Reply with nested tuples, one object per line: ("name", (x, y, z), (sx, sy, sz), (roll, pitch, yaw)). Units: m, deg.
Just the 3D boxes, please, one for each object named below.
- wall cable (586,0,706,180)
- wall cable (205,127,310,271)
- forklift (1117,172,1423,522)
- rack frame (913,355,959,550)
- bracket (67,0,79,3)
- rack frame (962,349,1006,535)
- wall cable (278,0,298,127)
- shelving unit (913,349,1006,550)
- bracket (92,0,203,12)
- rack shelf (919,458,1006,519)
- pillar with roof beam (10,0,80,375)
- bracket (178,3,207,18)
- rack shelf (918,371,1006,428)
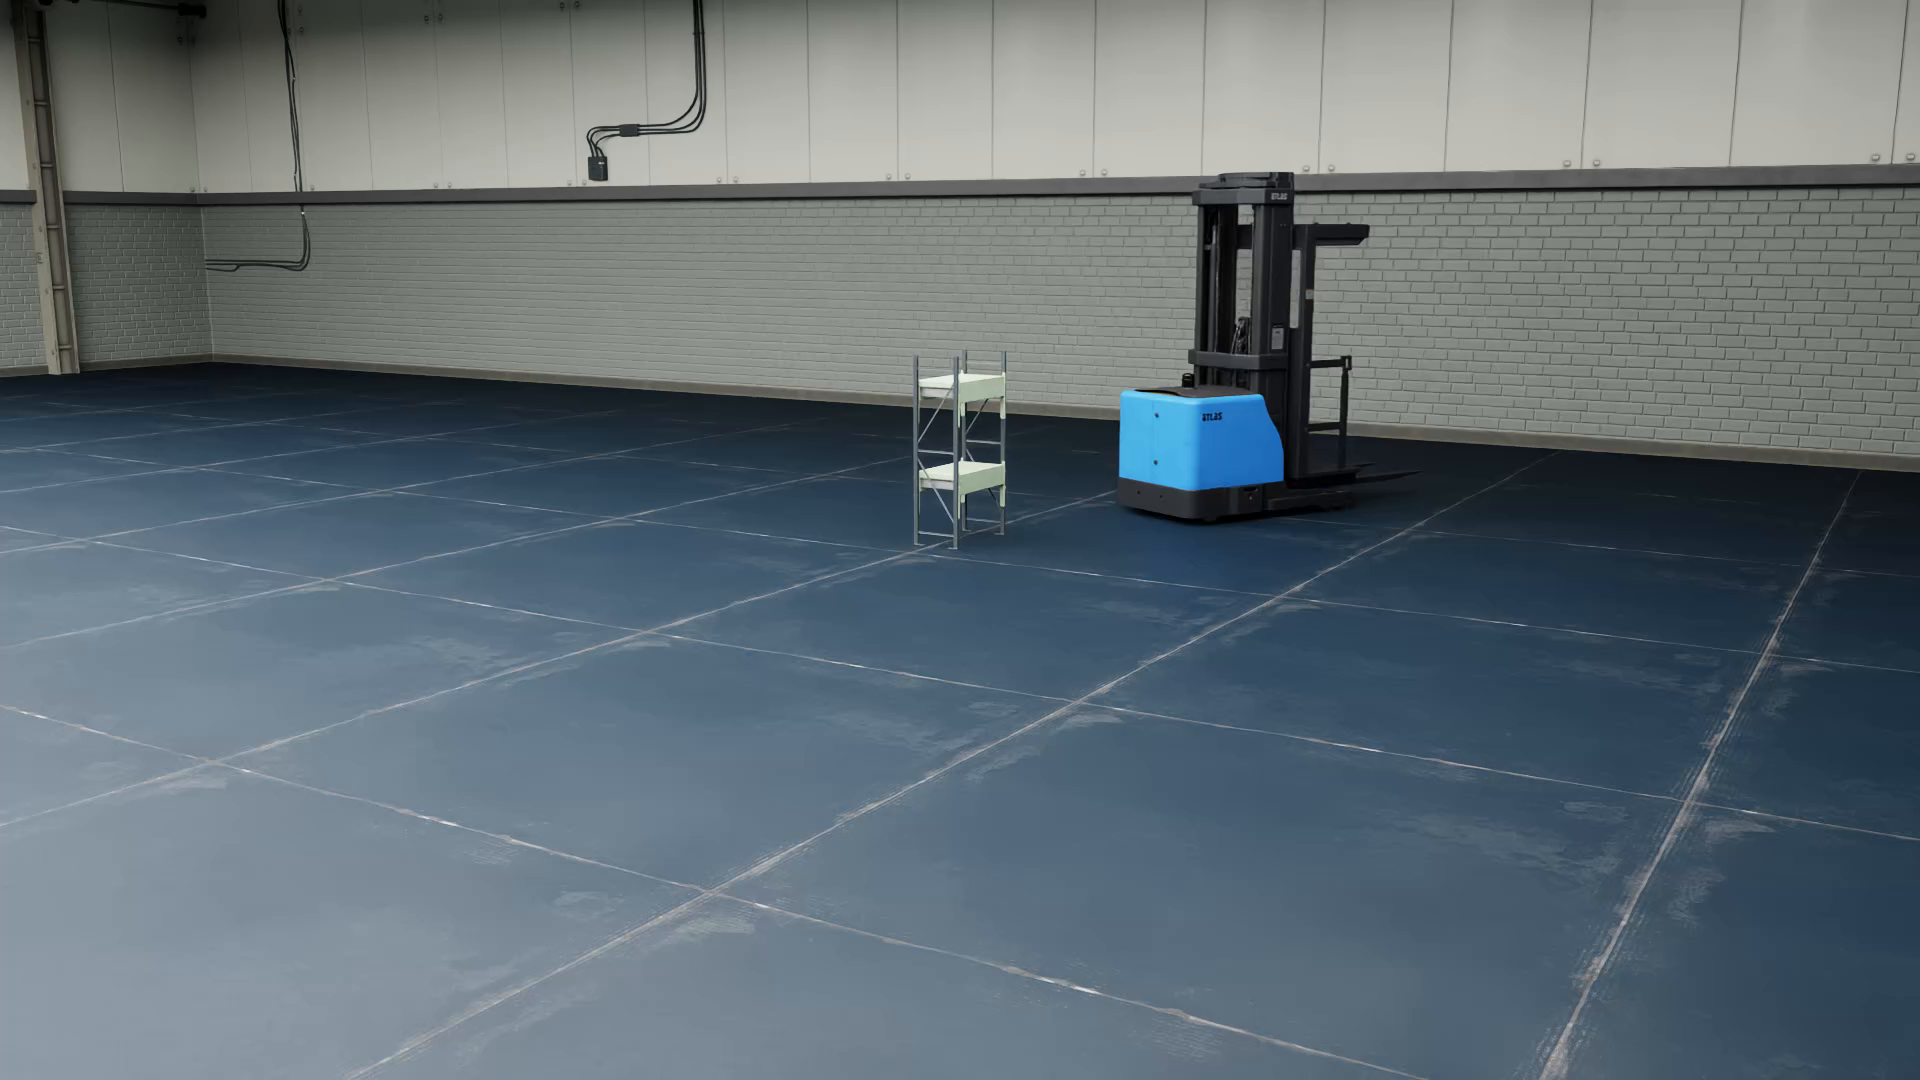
("wall cable", (-4.732, -8.404, 24.565), (2.305, 6.003, 0.169), (6, 12, 31))
("wall cable", (-12.838, -6.116, 30.022), (3.097, 2.526, 0.112), (6, 12, 31))
("forklift", (2.904, -1.771, 14.862), (3.031, 2.935, 1.130), (-7, 13, -32))
("rack frame", (-0.187, -0.681, 12.929), (0.400, 1.500, 0.023), (6, 12, 31))
("bracket", (-14.978, -9.106, 27.772), (0.235, 0.232, 0.430), (6, 12, 31))
("rack frame", (0.193, -0.796, 13.544), (0.400, 1.500, 0.023), (6, 12, 31))
("wall cable", (-10.525, -8.340, 28.176), (3.097, 2.526, 0.112), (6, 12, 31))
("shelving unit", (0.003, -0.738, 13.236), (0.431, 1.500, 0.755), (6, 12, 31))
("bracket", (-14.055, -9.386, 29.267), (0.076, 0.066, 3.189), (6, 12, 31))
("rack shelf", (0.003, -0.418, 13.296), (0.431, 0.370, 0.720), (6, 12, 31))
("pillar with roof beam", (-11.818, -6.894, 25.739), (9.100, 9.000, 0.548), (6, 12, 31))
("bracket", (-13.748, -9.479, 29.763), (0.235, 0.232, 0.430), (6, 12, 31))
("rack shelf", (0.003, -1.122, 13.164), (0.431, 0.370, 0.720), (6, 12, 31))
